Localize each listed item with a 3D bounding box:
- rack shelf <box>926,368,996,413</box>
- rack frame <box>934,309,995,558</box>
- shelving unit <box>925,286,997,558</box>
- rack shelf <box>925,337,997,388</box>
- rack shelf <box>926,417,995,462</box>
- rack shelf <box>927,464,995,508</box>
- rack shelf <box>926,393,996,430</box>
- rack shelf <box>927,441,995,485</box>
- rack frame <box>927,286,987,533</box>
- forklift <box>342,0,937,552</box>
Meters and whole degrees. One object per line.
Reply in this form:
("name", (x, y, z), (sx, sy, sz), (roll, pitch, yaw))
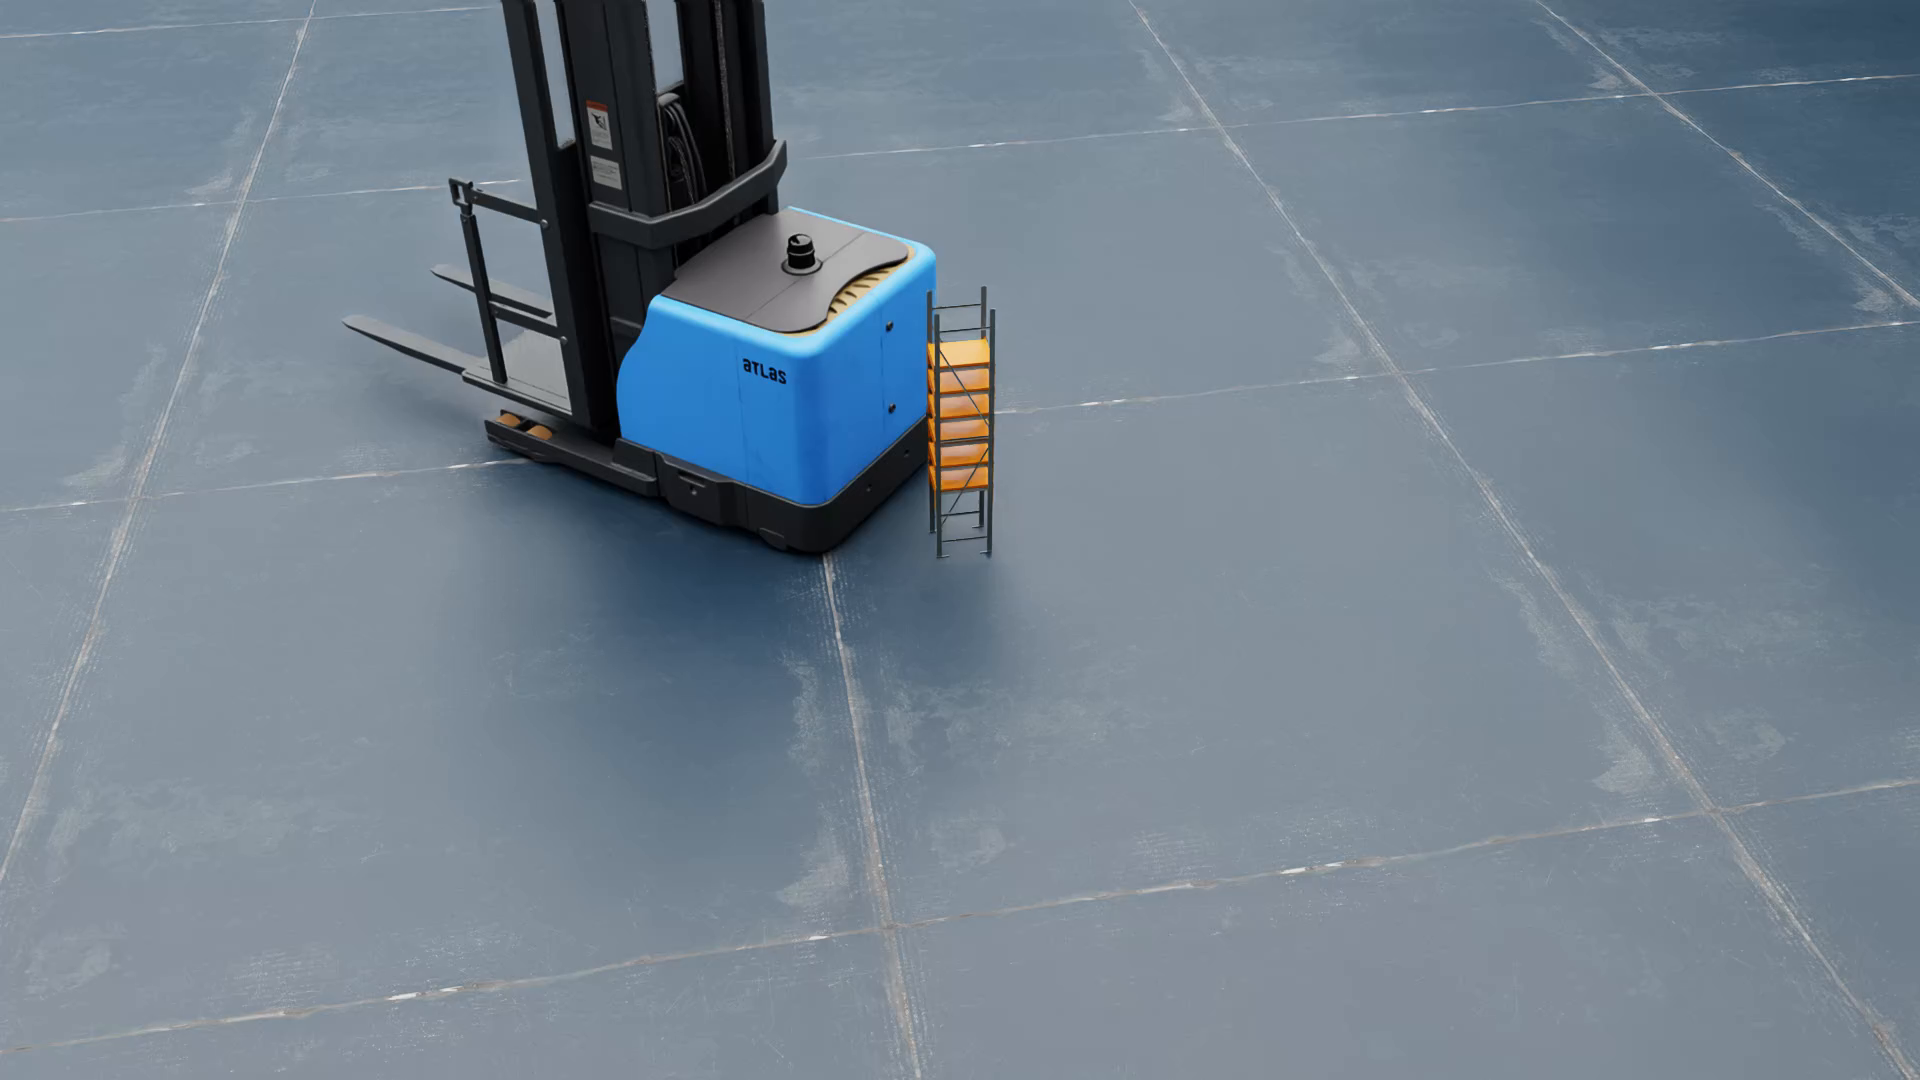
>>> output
("rack shelf", (0.003, -0.620, 6.751), (0.258, 0.103, 0.180), (-6, 38, -8))
("rack frame", (0.019, -0.410, 6.800), (0.240, 1.200, 0.006), (-6, 38, -8))
("shelving unit", (0.003, -0.465, 6.871), (0.258, 1.200, 0.189), (-6, 38, -8))
("rack shelf", (0.003, -0.714, 6.677), (0.258, 0.103, 0.180), (-6, 38, -8))
("rack shelf", (0.003, -0.430, 6.898), (0.258, 0.103, 0.180), (-6, 38, -8))
("rack shelf", (0.003, -0.240, 7.045), (0.258, 0.103, 0.180), (-6, 38, -8))
("rack shelf", (0.003, -0.525, 6.824), (0.258, 0.103, 0.180), (-6, 38, -8))
("rack shelf", (0.003, -0.335, 6.972), (0.258, 0.103, 0.180), (-6, 38, -8))
("rack frame", (-0.013, -0.520, 6.942), (0.240, 1.200, 0.006), (-6, 38, -8))
("forklift", (-1.617, -1.776, 7.147), (3.031, 2.935, 1.130), (20, 42, 24))
